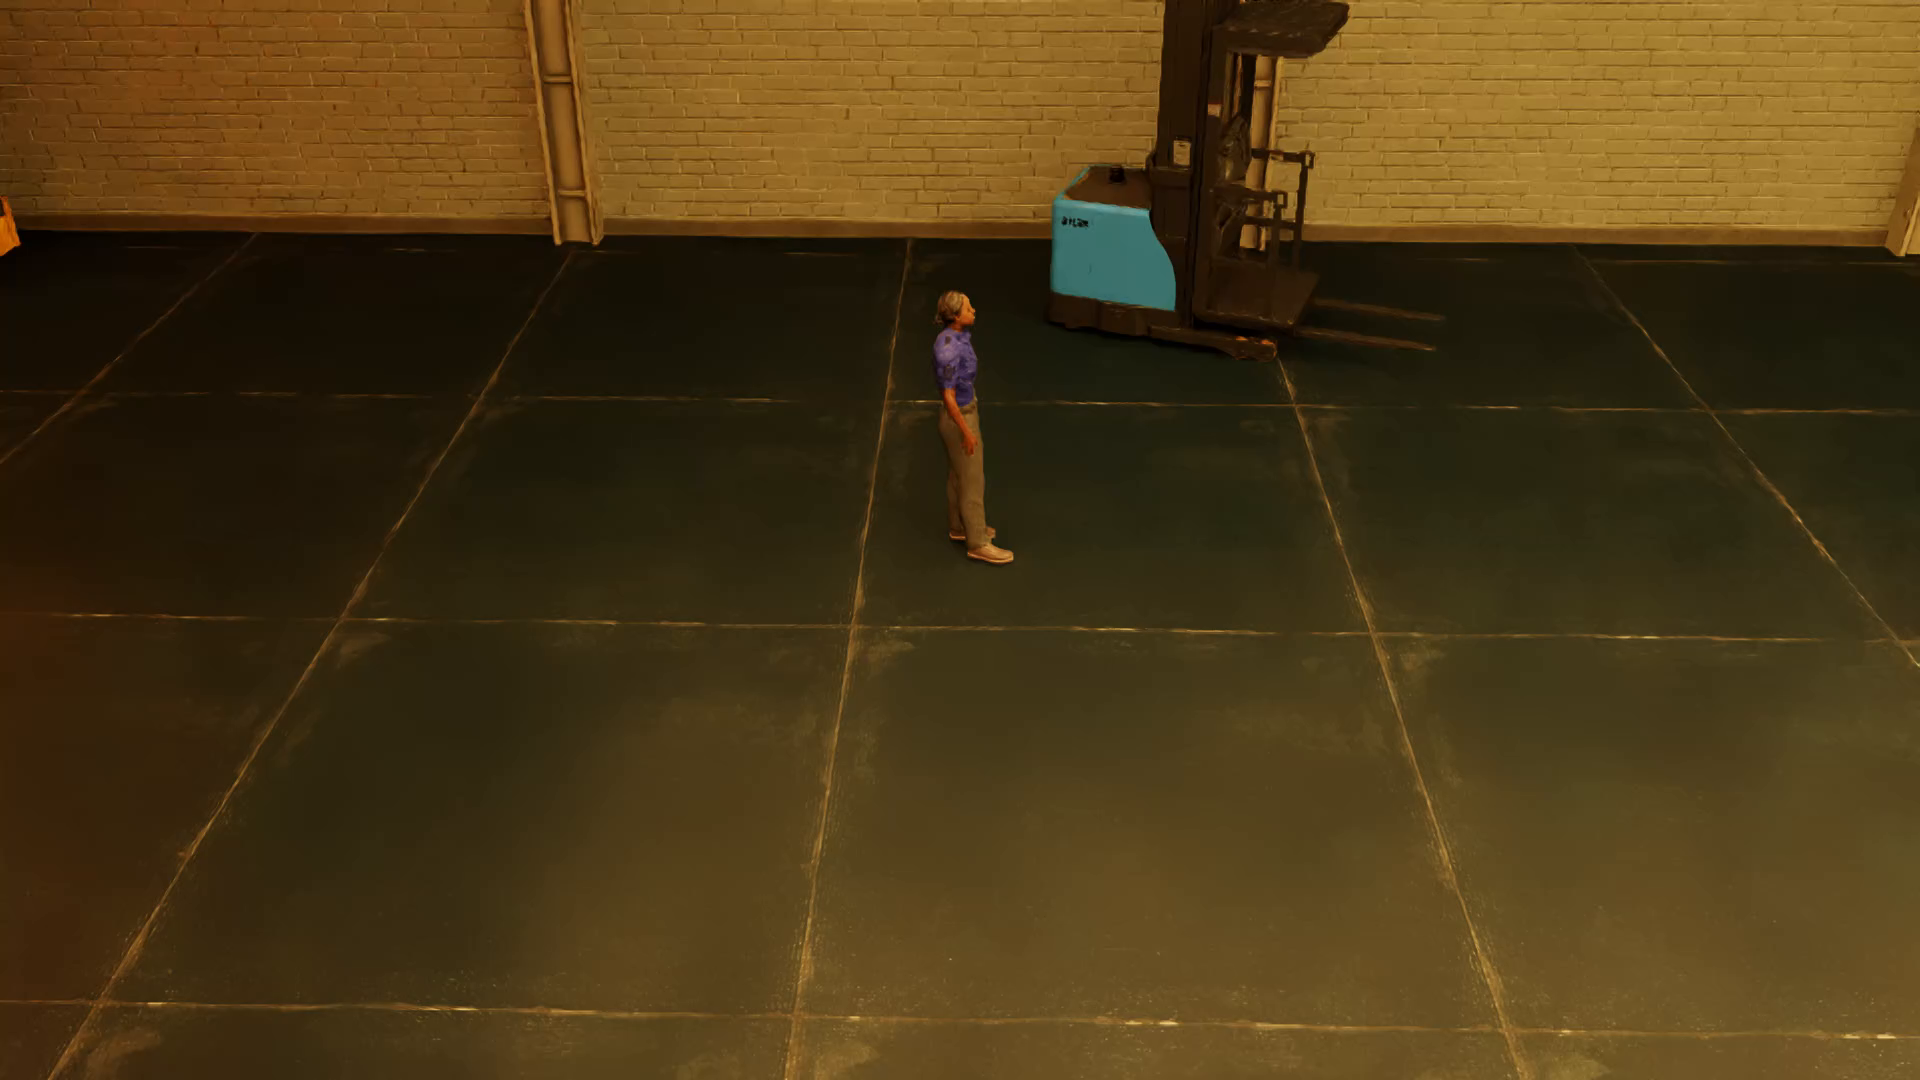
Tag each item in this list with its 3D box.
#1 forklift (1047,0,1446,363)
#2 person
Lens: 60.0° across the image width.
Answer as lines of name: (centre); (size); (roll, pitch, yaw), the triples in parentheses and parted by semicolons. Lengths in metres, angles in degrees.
forklift: (2.273, -2.934, 12.591); (3.031, 2.935, 1.130); (11, 32, 18)
person: (0.087, -0.703, 10.060); (0.503, 1.642, 0.570); (1, 31, 1)
